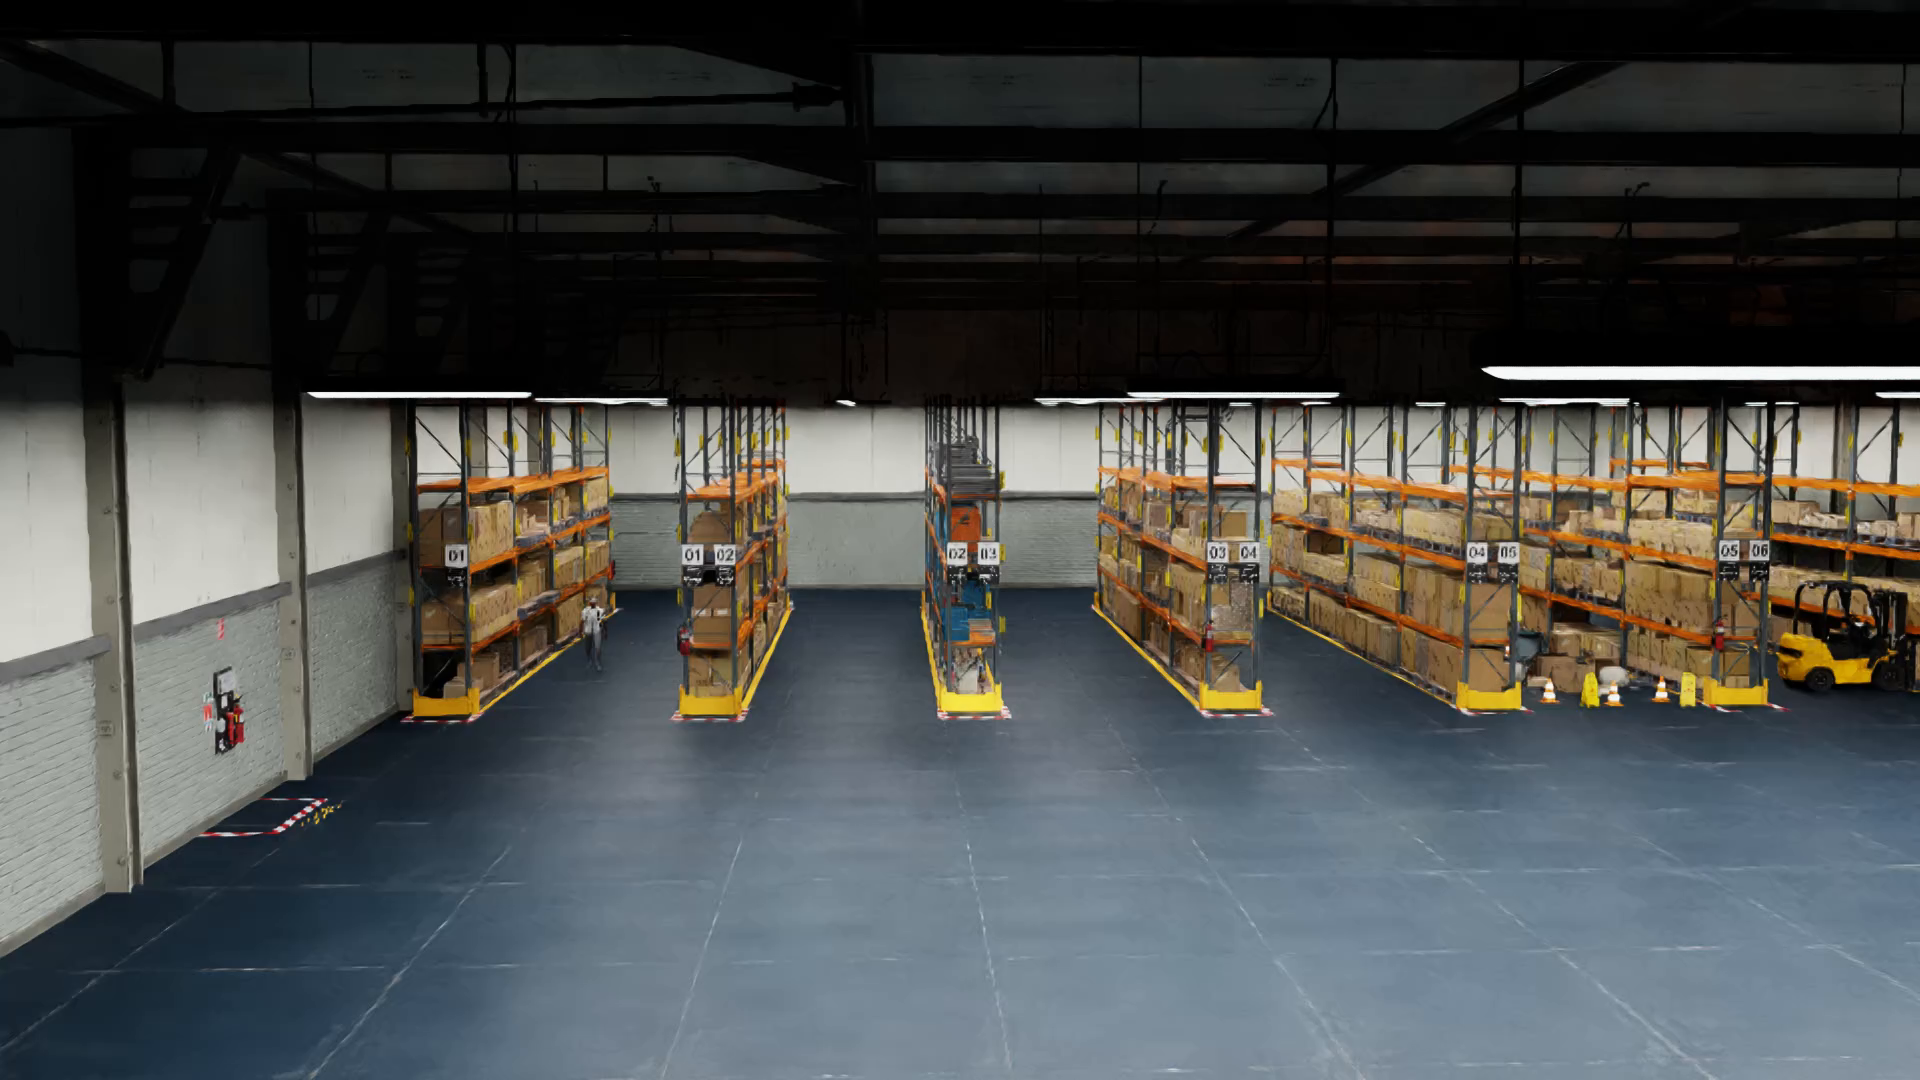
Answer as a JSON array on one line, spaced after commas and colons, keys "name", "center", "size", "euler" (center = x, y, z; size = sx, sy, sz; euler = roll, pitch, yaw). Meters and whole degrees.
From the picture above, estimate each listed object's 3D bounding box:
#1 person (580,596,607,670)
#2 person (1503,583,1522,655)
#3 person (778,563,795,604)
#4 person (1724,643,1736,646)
[{"name": "person", "center": [-8.073, 2.013, 36.624], "size": [0.587, 1.644, 0.662], "euler": [-1, 5, -11]}, {"name": "person", "center": [12.631, 1.825, 38.032], "size": [0.559, 1.762, 0.661], "euler": [2, 5, 25]}, {"name": "person", "center": [-5.136, 1.095, 48.373], "size": [0.489, 1.590, 0.611], "euler": [1, 5, 18]}, {"name": "person", "center": [17.145, 1.937, 37.210], "size": [0.538, 1.667, 0.572], "euler": [2, 5, 27]}]
